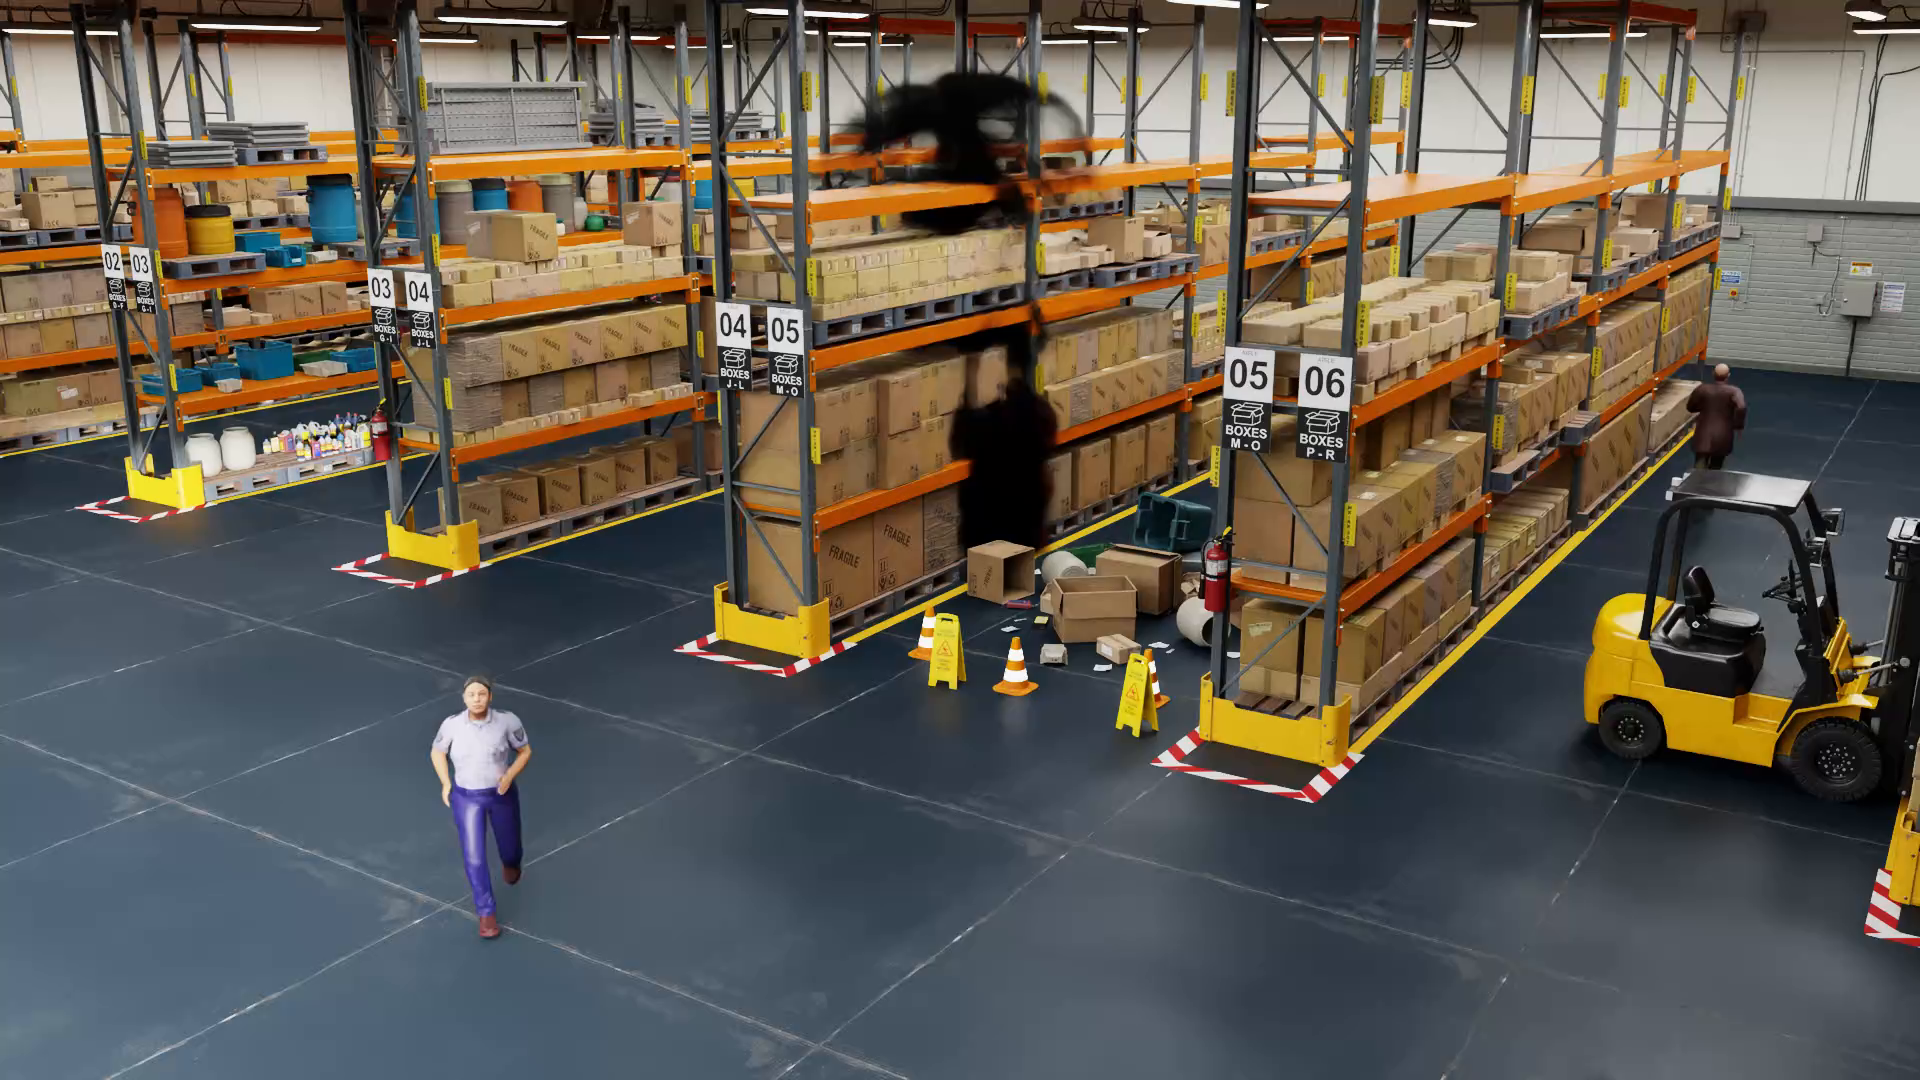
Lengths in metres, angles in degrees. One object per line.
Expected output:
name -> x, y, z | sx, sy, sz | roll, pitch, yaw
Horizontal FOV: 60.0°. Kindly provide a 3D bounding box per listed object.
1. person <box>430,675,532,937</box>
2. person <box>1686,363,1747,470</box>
person -> -2.987, 1.616, 10.443 | 0.615, 1.592, 0.727 | -4, 16, -13
person -> 9.248, -1.287, 20.422 | 0.704, 1.761, 1.049 | 9, 18, 28
